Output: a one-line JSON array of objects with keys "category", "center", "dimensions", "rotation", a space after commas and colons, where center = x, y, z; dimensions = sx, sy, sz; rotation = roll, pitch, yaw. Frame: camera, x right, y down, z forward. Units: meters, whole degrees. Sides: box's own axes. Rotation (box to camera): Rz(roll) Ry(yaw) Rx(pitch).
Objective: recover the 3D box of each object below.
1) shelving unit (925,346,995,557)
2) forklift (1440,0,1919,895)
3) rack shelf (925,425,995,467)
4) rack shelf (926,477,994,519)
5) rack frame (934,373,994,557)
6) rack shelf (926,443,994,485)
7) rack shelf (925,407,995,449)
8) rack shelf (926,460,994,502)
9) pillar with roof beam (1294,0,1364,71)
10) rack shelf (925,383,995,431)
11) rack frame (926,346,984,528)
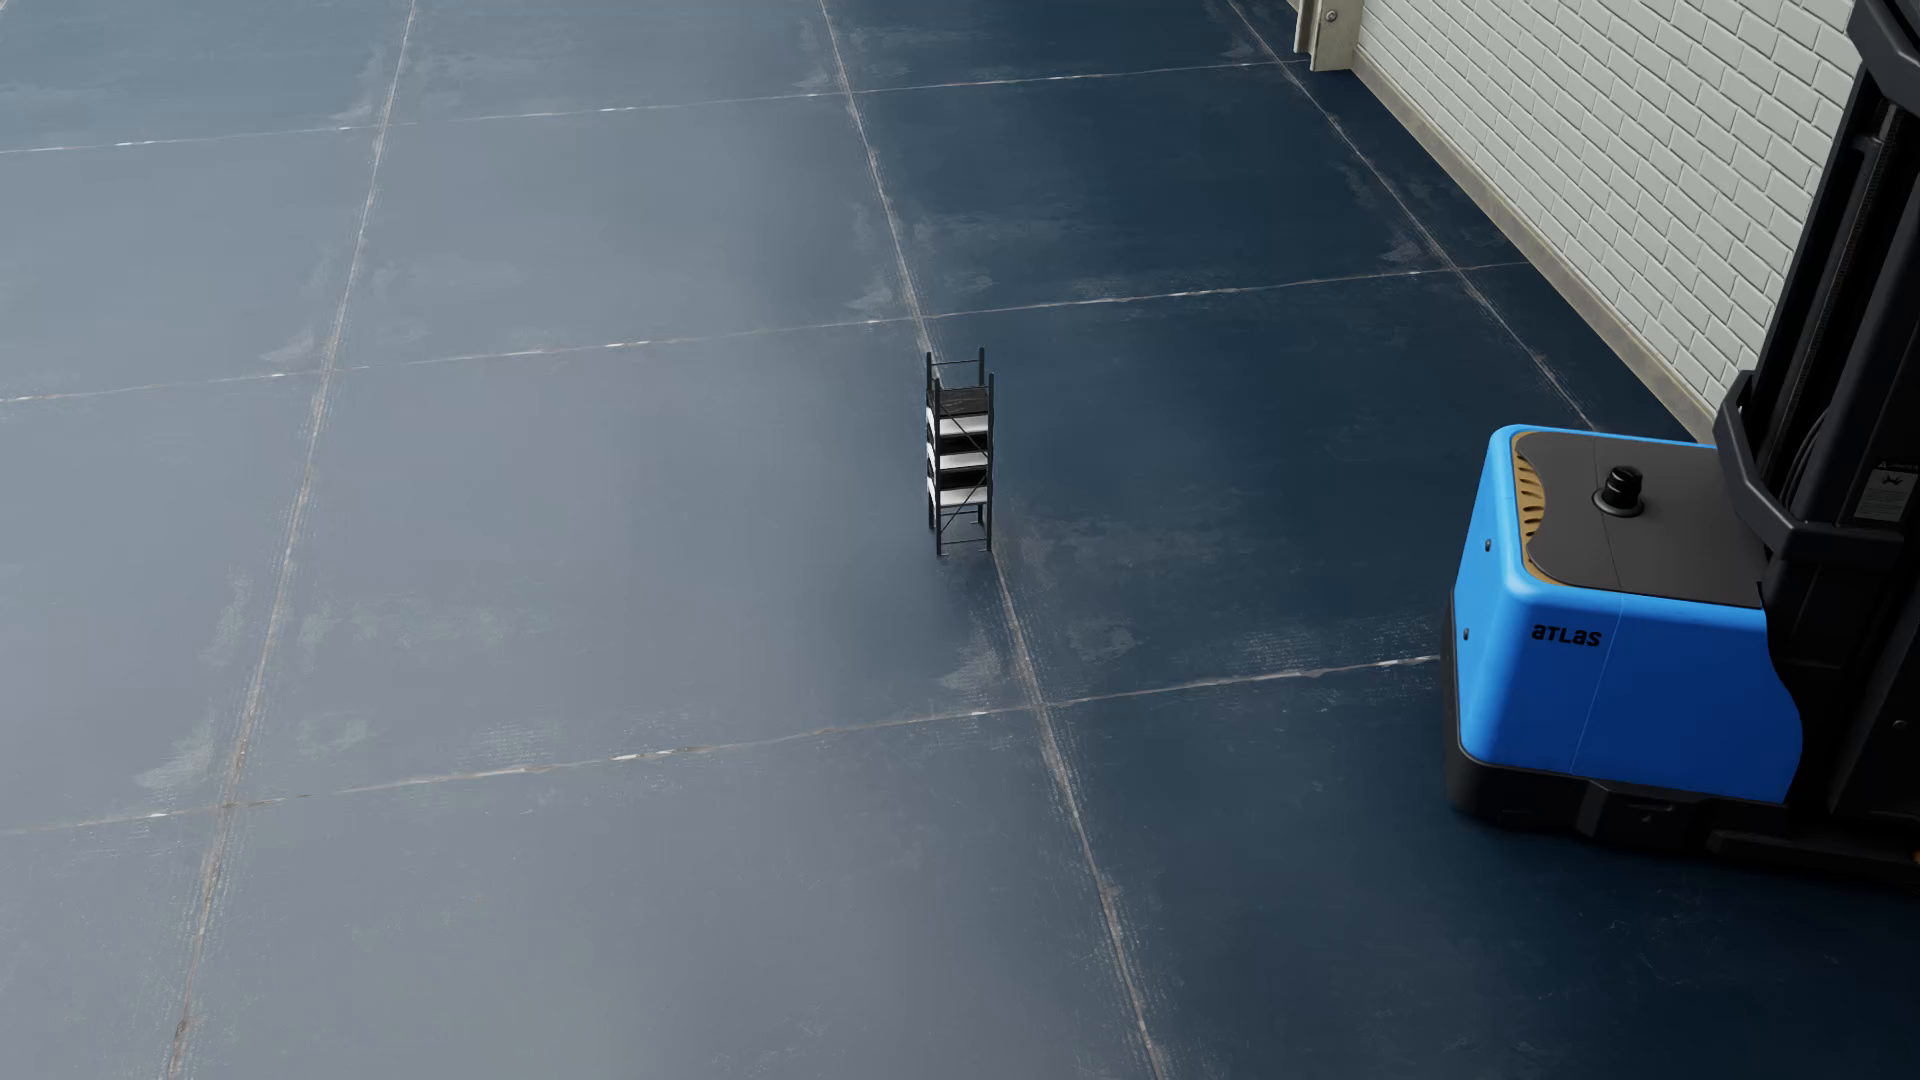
[{"category": "shelving unit", "center": [-0.001, -0.360, 6.980], "dimensions": [0.258, 0.900, 0.210], "rotation": [-6, 38, -8]}, {"category": "forklift", "center": [3.315, -0.274, 5.214], "dimensions": [3.031, 2.935, 1.130], "rotation": [7, 38, 9]}, {"category": "rack shelf", "center": [-0.001, -0.405, 6.945], "dimensions": [0.258, 0.077, 0.200], "rotation": [-6, 38, -8]}, {"category": "rack shelf", "center": [-0.001, -0.192, 7.111], "dimensions": [0.258, 0.077, 0.200], "rotation": [-6, 38, -8]}, {"category": "rack frame", "center": [0.016, -0.299, 6.901], "dimensions": [0.240, 0.900, 0.006], "rotation": [-6, 38, -8]}, {"category": "rack shelf", "center": [-0.001, -0.334, 7.001], "dimensions": [0.258, 0.077, 0.200], "rotation": [-6, 38, -8]}, {"category": "rack shelf", "center": [-0.001, -0.476, 6.890], "dimensions": [0.258, 0.077, 0.200], "rotation": [-6, 38, -8]}, {"category": "rack shelf", "center": [-0.001, -0.263, 7.056], "dimensions": [0.258, 0.077, 0.200], "rotation": [-6, 38, -8]}, {"category": "pillar with roof beam", "center": [-1.711, -6.432, 8.195], "dimensions": [9.100, 9.000, 0.400], "rotation": [-6, 38, -8]}, {"category": "rack shelf", "center": [-0.001, -0.547, 6.835], "dimensions": [0.258, 0.077, 0.200], "rotation": [-6, 38, -8]}, {"category": "rack frame", "center": [-0.019, -0.422, 7.059], "dimensions": [0.240, 0.900, 0.006], "rotation": [-6, 38, -8]}]
